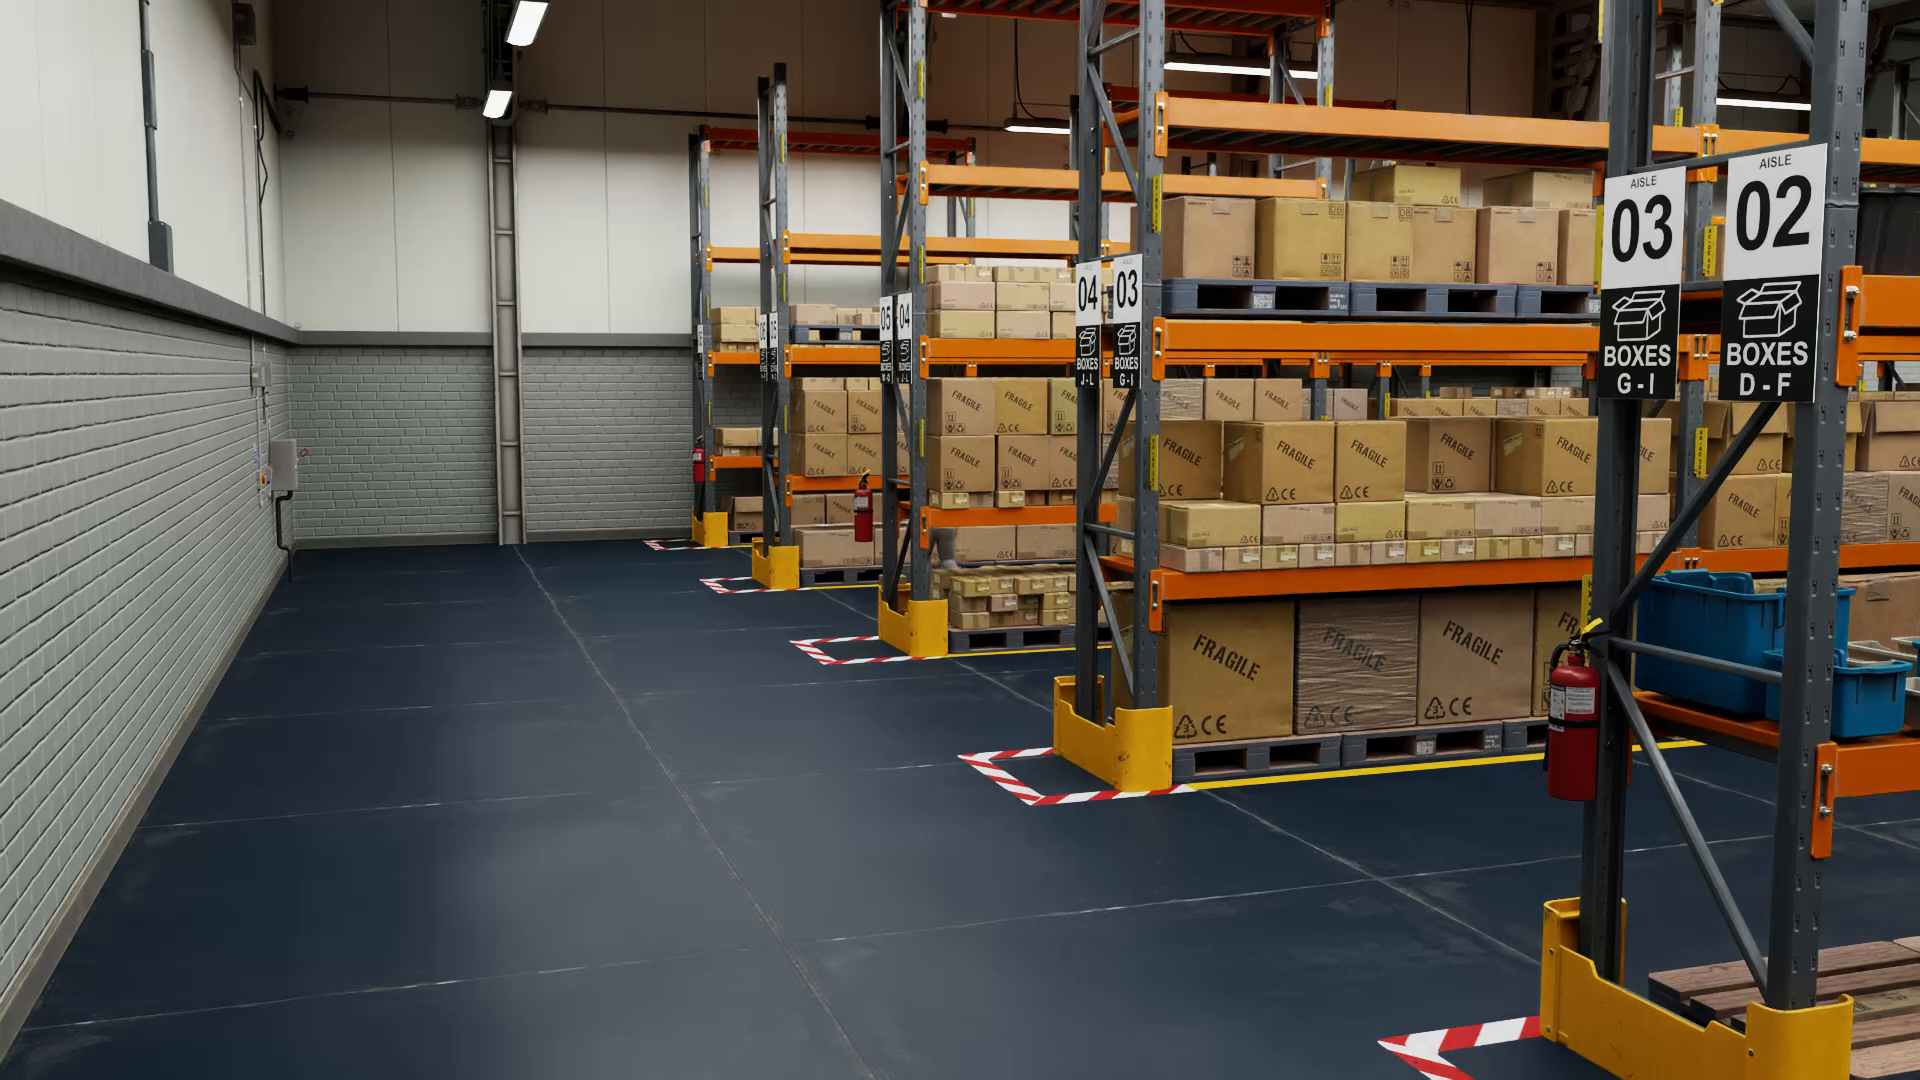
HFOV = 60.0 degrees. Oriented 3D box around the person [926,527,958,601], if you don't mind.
[{"bbox_3d":[-0.242,-0.144,17.582,0.538,1.740,0.805,-2,6,-19],"label":"person"}]
